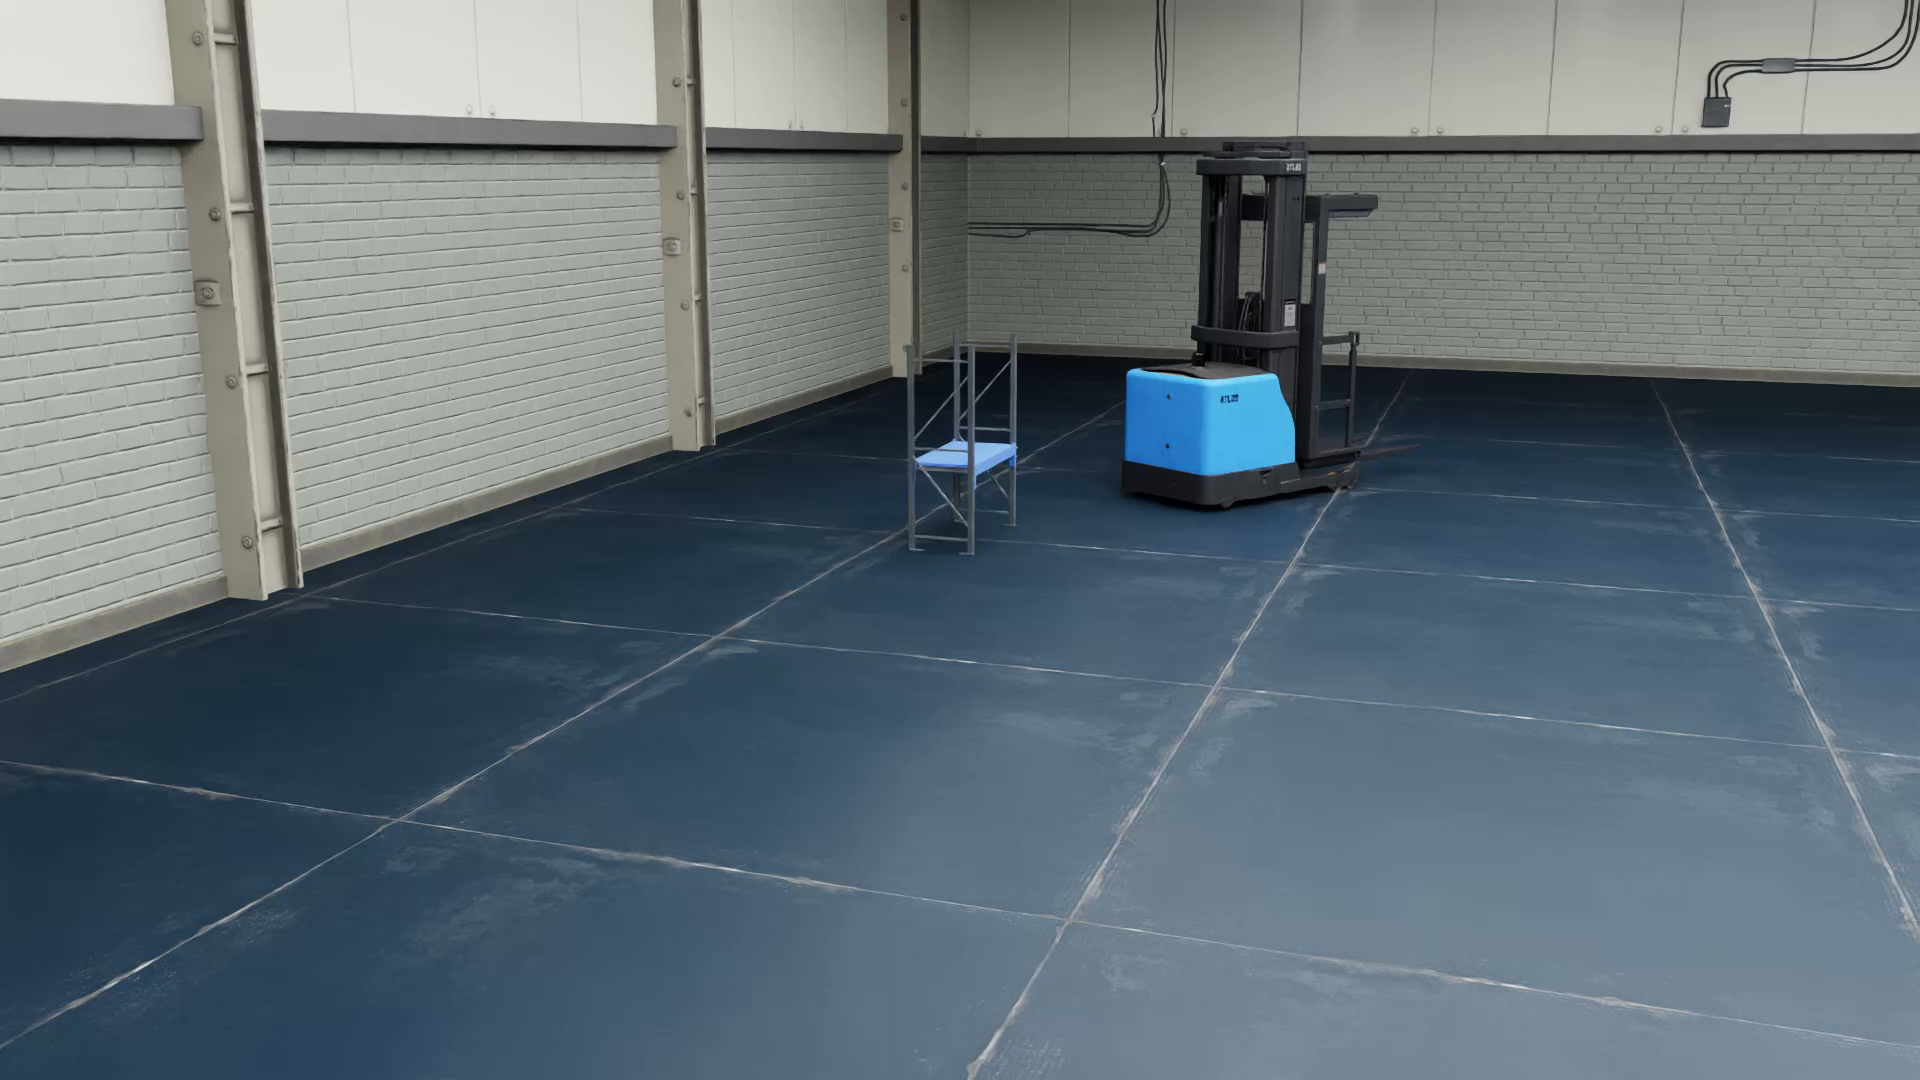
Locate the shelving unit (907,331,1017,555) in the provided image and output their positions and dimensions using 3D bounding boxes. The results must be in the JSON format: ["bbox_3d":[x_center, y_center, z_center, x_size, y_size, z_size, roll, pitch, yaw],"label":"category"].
[{"bbox_3d":[0.028,-0.749,12.400,0.538,1.500,1.048,4,14,18],"label":"shelving unit"}]

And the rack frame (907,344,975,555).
[{"bbox_3d":[-0.137,-0.642,11.931,0.500,1.500,0.032,4,14,18],"label":"rack frame"}]

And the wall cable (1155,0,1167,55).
[{"bbox_3d":[4.051,-7.852,22.296,3.097,2.526,0.112,4,14,18],"label":"wall cable"}]

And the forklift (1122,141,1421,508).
[{"bbox_3d":[2.846,-1.931,14.360,3.031,2.935,1.130,-10,16,-37],"label":"forklift"}]

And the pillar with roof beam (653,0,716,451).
[{"bbox_3d":[1.419,-5.000,14.172,9.100,9.000,0.400,4,14,18],"label":"pillar with roof beam"}]

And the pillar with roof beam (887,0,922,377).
[{"bbox_3d":[3.360,-6.263,19.707,9.100,9.000,0.400,4,14,18],"label":"pillar with roof beam"}]

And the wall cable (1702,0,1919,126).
[{"bbox_3d":[10.469,-8.070,19.978,2.305,6.003,0.169,4,14,18],"label":"wall cable"}]

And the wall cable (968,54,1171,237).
[{"bbox_3d":[1.491,-5.585,23.711,3.097,2.526,0.112,4,14,18],"label":"wall cable"}]

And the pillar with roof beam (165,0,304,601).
[{"bbox_3d":[-0.523,-3.737,8.637,9.100,9.000,0.400,4,14,18],"label":"pillar with roof beam"}]

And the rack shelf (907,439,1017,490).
[{"bbox_3d":[0.028,-0.574,12.440,0.538,0.185,1.000,4,14,18],"label":"rack shelf"}]

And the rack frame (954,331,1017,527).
[{"bbox_3d":[0.192,-0.856,12.869,0.500,1.500,0.032,4,14,18],"label":"rack frame"}]
